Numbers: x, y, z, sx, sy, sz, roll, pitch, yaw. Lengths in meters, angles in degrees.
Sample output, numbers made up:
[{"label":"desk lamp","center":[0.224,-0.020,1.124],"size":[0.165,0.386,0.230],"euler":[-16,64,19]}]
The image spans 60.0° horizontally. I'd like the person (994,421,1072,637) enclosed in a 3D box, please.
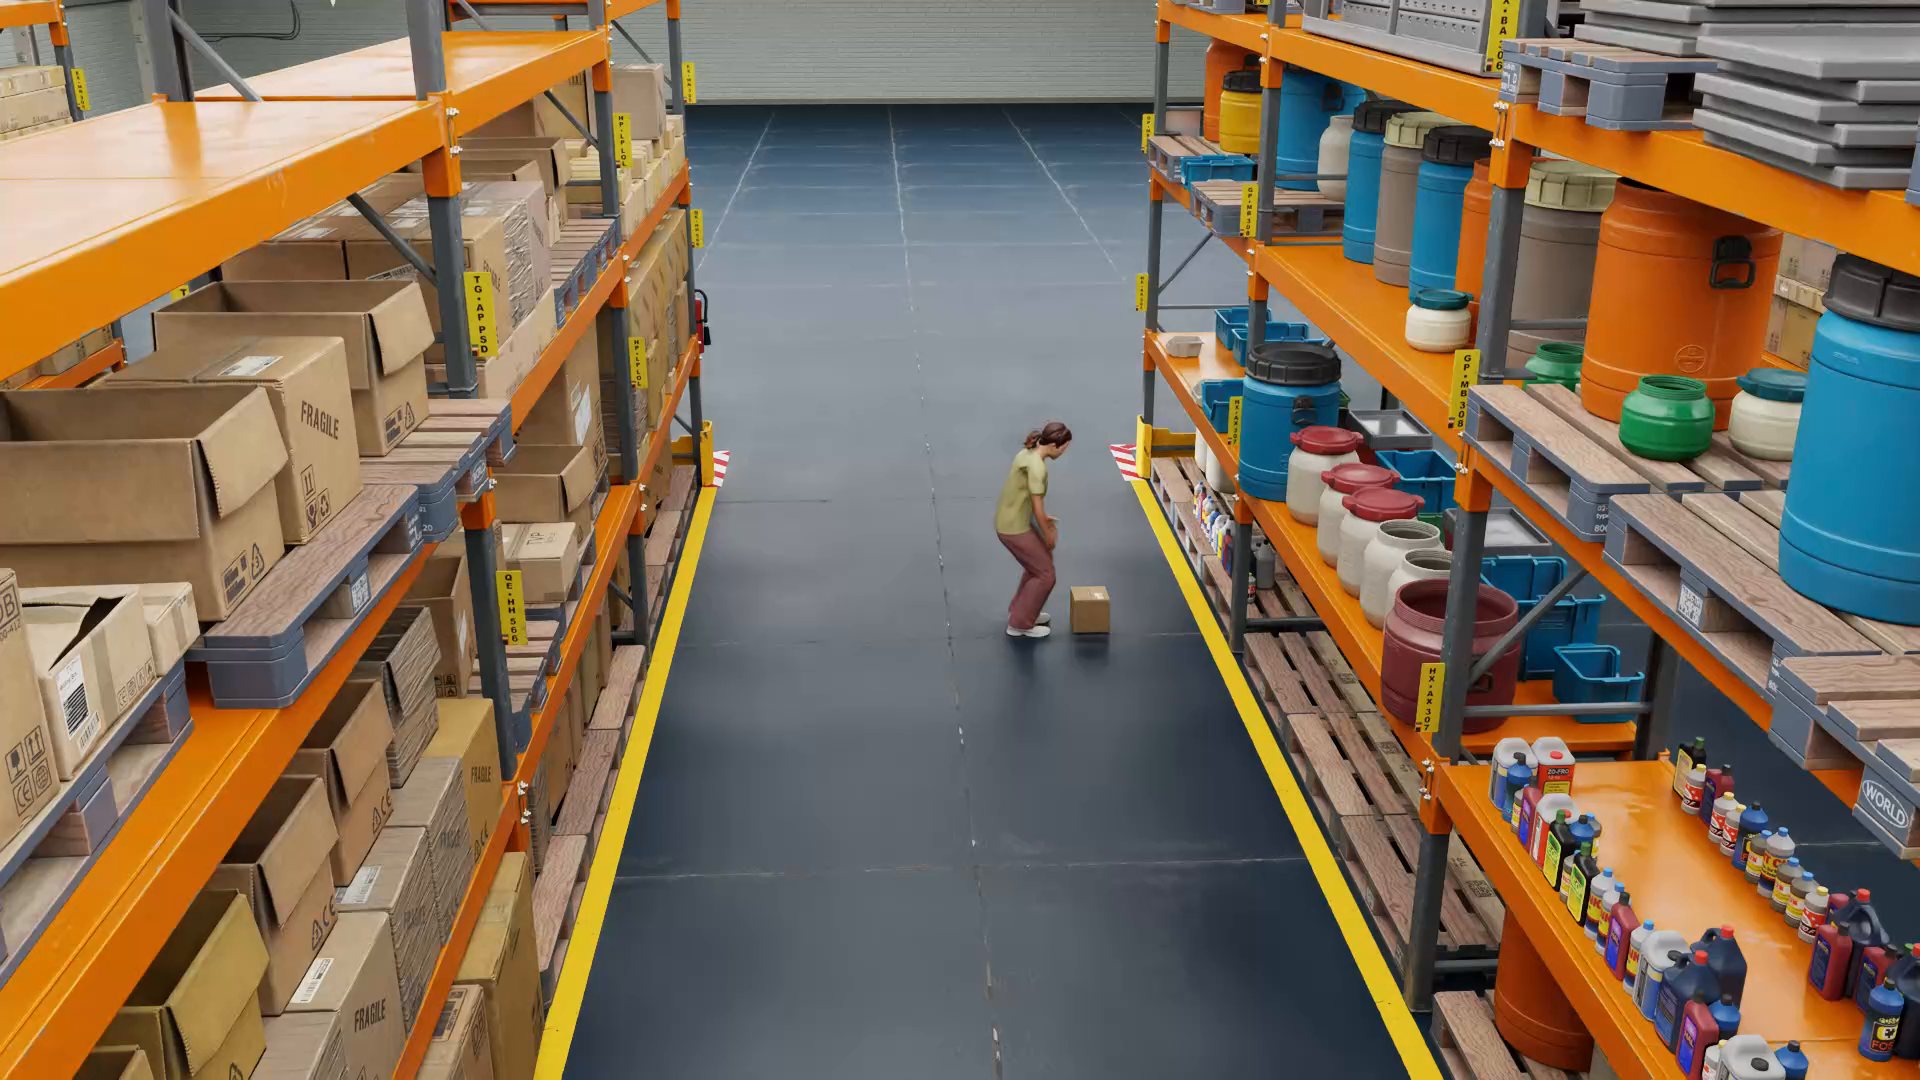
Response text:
[{"label":"person","center":[0.499,-0.093,11.569],"size":[0.532,1.515,0.498],"euler":[-1,20,-2]}]
